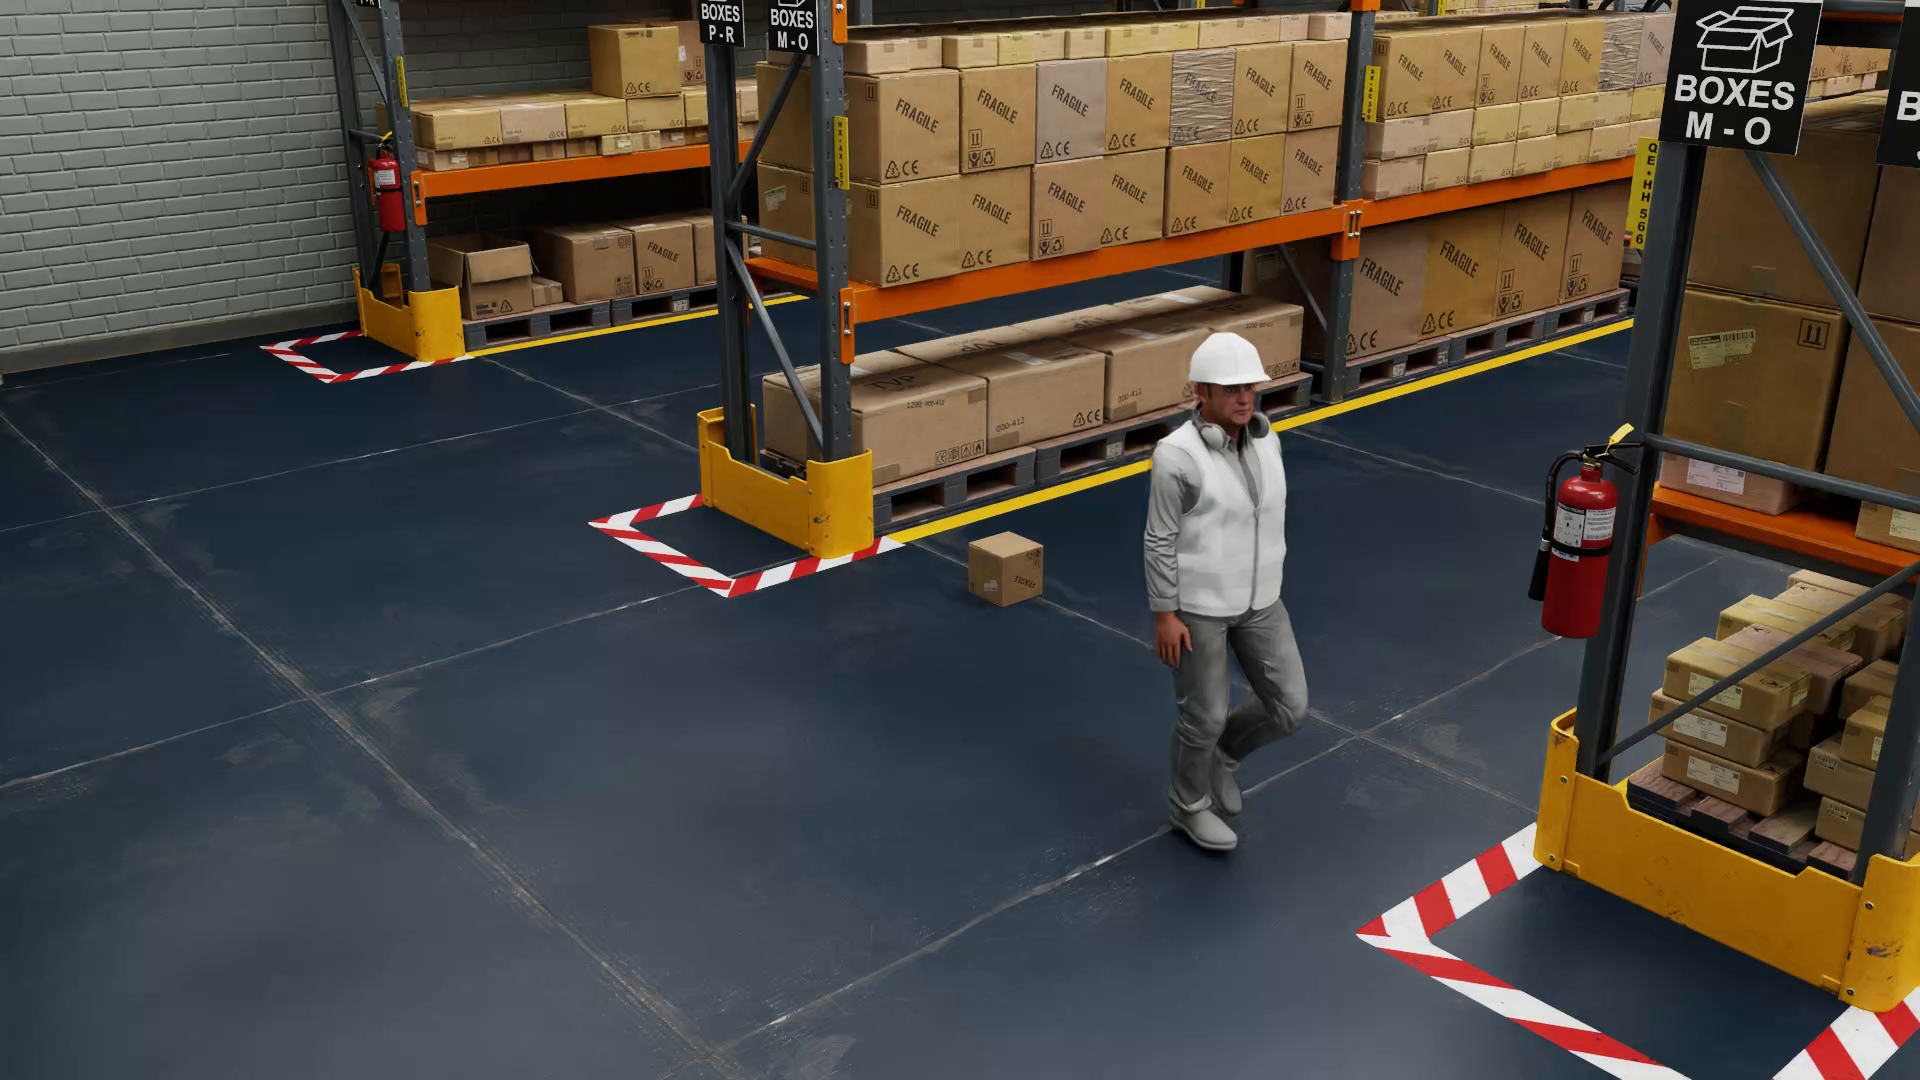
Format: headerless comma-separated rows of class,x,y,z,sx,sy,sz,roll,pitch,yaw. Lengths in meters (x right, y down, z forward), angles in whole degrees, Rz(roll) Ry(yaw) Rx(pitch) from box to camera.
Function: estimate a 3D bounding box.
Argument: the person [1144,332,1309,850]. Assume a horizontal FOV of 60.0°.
person,0.860,0.199,5.437,0.573,1.768,0.462,-12,24,-28
